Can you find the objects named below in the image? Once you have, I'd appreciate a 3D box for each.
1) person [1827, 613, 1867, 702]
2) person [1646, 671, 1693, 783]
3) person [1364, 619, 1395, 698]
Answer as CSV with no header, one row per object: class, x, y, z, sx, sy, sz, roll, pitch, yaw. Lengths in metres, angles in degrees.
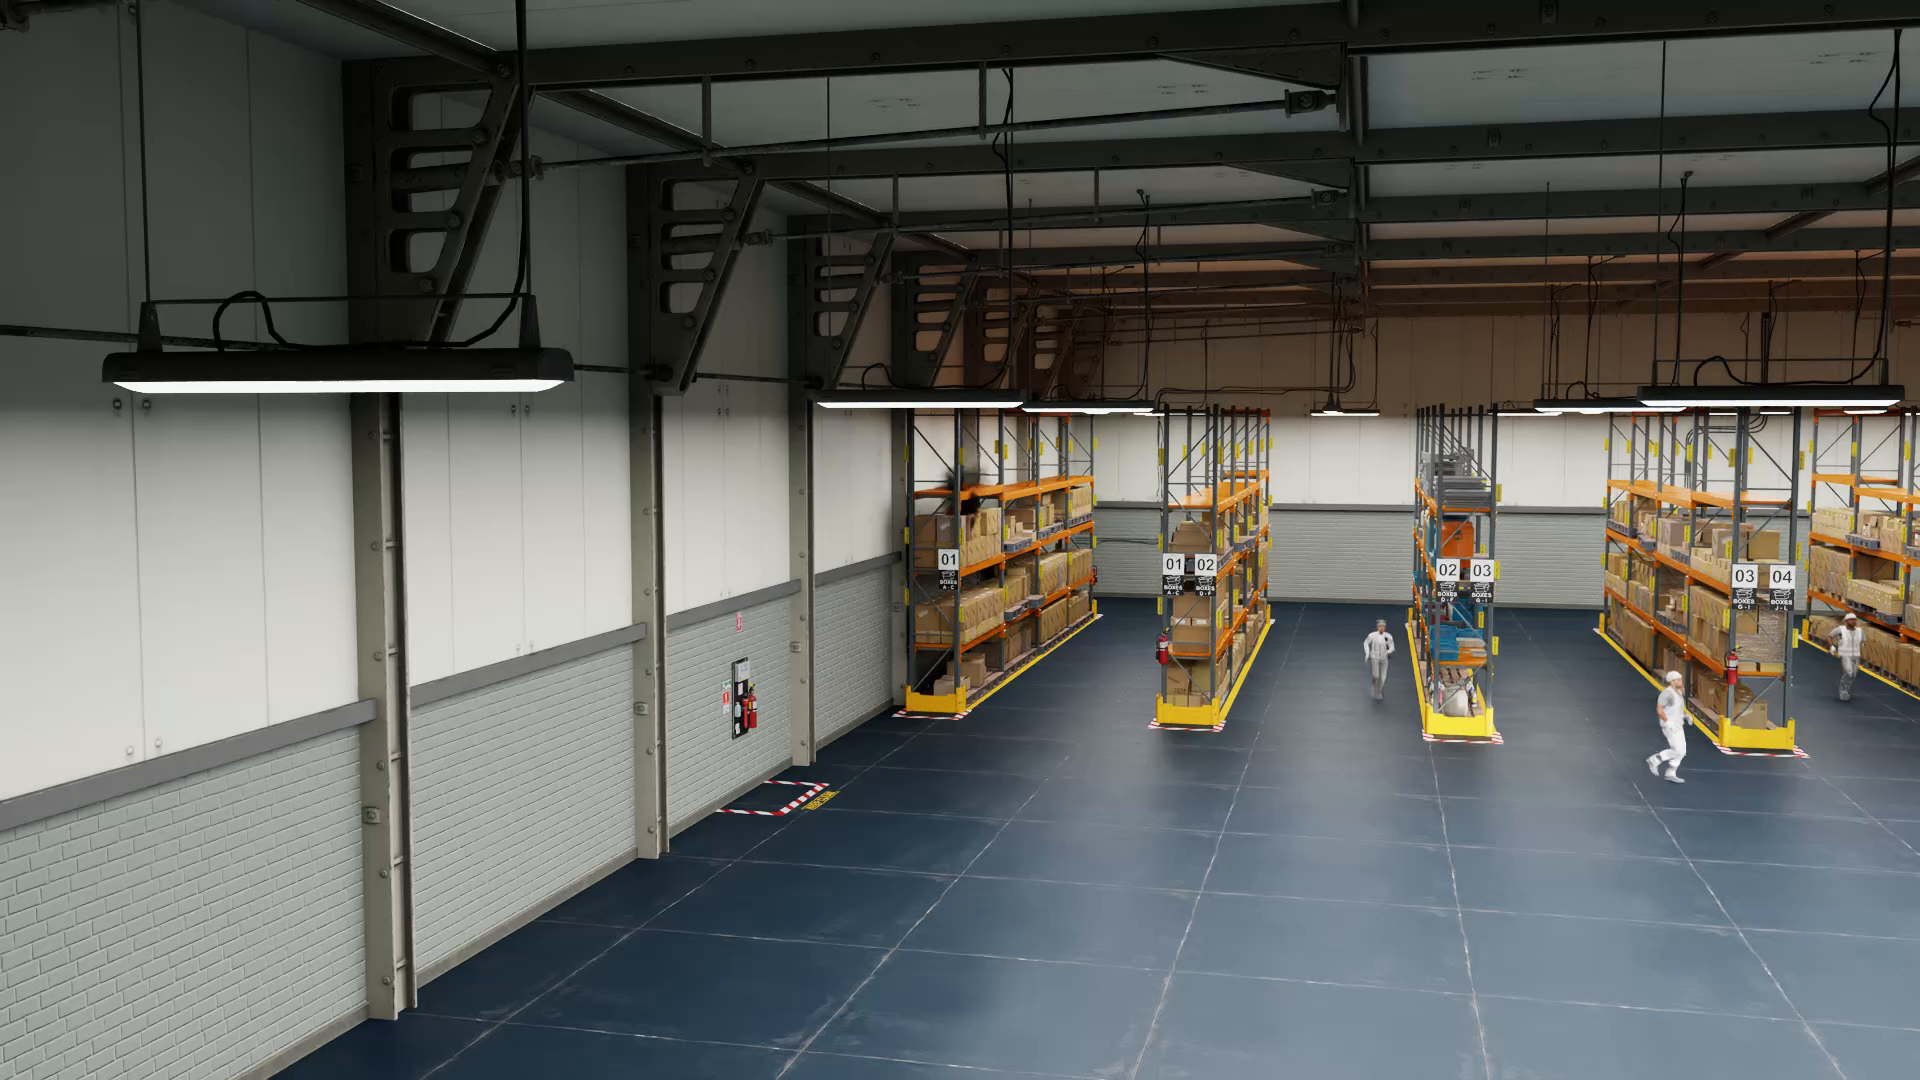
person,18.030,2.382,33.700,0.655,1.803,0.721,0,4,-1
person,11.222,2.937,26.295,0.593,1.756,0.678,4,6,41
person,8.524,2.422,33.781,0.583,1.647,0.700,1,4,8
